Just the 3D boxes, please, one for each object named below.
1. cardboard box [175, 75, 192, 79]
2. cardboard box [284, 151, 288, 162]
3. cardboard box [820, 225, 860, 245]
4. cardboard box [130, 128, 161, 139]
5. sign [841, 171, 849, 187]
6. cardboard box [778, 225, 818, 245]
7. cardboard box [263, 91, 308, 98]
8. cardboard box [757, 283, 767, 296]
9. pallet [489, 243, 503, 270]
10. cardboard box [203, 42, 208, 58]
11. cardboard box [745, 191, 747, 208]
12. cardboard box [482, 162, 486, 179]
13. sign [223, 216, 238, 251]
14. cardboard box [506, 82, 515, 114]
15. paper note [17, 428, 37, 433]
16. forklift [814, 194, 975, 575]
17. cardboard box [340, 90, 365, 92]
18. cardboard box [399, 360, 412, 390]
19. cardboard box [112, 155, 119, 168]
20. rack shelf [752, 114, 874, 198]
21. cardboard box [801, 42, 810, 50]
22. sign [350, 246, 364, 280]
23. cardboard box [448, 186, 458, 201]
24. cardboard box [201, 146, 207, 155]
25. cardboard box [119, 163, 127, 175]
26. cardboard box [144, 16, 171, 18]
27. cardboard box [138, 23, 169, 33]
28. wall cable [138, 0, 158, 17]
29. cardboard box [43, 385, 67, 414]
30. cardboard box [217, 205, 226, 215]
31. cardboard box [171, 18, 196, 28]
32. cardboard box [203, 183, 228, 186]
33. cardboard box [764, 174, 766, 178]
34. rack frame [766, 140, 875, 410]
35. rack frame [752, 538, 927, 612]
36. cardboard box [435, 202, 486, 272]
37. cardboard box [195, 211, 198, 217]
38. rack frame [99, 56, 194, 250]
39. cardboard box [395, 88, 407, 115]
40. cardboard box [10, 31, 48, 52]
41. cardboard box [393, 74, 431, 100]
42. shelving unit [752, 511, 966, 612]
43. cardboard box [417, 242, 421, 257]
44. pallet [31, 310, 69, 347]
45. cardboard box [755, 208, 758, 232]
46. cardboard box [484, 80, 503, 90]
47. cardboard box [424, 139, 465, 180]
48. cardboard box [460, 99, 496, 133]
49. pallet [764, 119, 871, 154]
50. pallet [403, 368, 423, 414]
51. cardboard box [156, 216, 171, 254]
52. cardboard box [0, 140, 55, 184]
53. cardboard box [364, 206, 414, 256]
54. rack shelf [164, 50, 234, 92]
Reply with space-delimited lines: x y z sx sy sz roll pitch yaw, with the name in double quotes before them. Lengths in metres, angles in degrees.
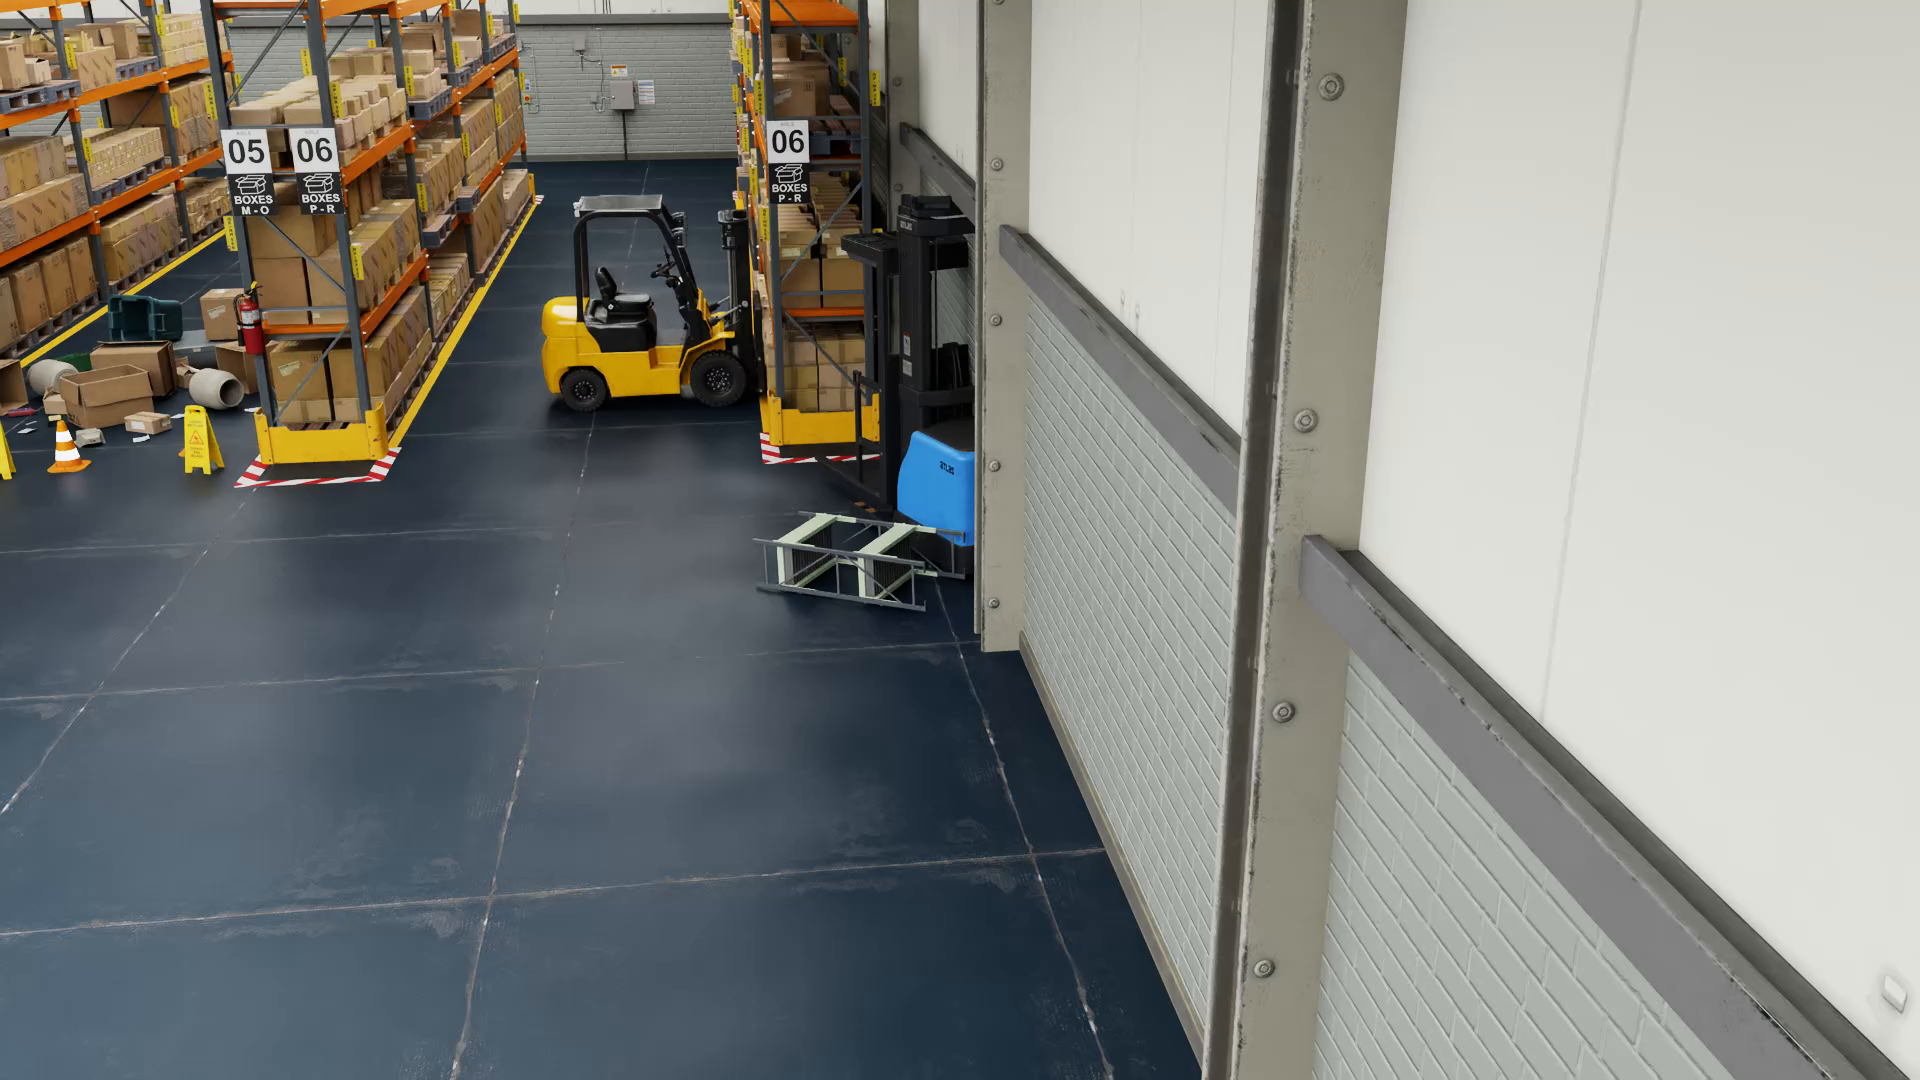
"cardboard box" -13.590 -7.771 28.813 0.500 0.500 0.500 -2 21 -6
"cardboard box" -6.678 -3.686 15.945 0.380 0.149 0.250 -3 21 -7
"cardboard box" -1.207 -3.074 16.738 0.380 0.149 0.250 -3 21 -9
"cardboard box" -12.644 -6.304 25.789 0.380 0.149 0.250 -2 21 -5
"sign" -1.397 -4.313 20.200 0.100 0.325 0.005 -3 21 -8
"cardboard box" -1.630 -3.060 16.701 0.380 0.149 0.250 -3 21 -8
"cardboard box" -6.876 -4.497 16.977 0.380 0.149 0.250 -2 21 -6
"cardboard box" -2.123 -2.858 19.555 0.500 0.250 0.500 -3 21 -8
"pallet" -7.646 -4.367 25.680 1.003 0.211 1.213 -3 21 -8
"cardboard box" -13.005 -8.302 28.159 0.500 0.250 0.500 -2 21 -5
"cardboard box" -3.447 -6.148 29.437 0.700 0.500 0.500 -4 21 -10
"cardboard box" -7.492 -5.616 25.255 0.500 0.250 0.500 -3 21 -8
"sign" -6.833 -2.874 15.593 0.100 0.325 0.005 -3 21 -8
"cardboard box" -8.110 -7.754 29.192 0.500 0.500 0.500 -3 21 -8
"paper note" -9.705 -1.143 17.309 0.144 0.017 0.142 4 21 11
"forklift" -0.322 -1.561 14.282 1.130 2.935 3.031 -12 24 -29
"cardboard box" -6.319 -4.528 17.058 0.380 0.149 0.250 -2 21 -7
"cardboard box" -6.281 -1.772 18.078 0.500 0.250 0.500 -2 21 -4
"cardboard box" -12.344 -5.446 23.917 0.380 0.149 0.250 -3 21 -8
"rack shelf" -1.658 -4.217 18.036 1.077 0.370 4.000 -3 21 -8
"cardboard box" -2.302 -7.029 23.755 0.380 0.149 0.250 -4 21 -10
"sign" -5.744 -2.638 15.829 0.100 0.325 0.005 -3 21 -8
"cardboard box" -6.881 -4.596 22.067 0.380 0.149 0.250 -3 21 -7
"cardboard box" -12.850 -6.525 27.834 0.380 0.149 0.250 -2 21 -5
"cardboard box" -12.376 -5.393 24.202 0.380 0.149 0.250 -3 21 -7
"cardboard box" -13.630 -8.821 28.264 0.380 0.149 0.250 -3 21 -7
"cardboard box" -12.795 -8.124 26.397 0.380 0.149 0.250 -3 21 -8
"wall cable" -15.798 -13.694 33.495 2.277 5.999 0.120 -3 21 -8
"cardboard box" -9.671 -1.522 17.986 0.396 0.266 0.258 1 20 2
"cardboard box" -12.932 -5.704 28.750 0.380 0.149 0.250 -3 21 -7
"cardboard box" -12.933 -8.582 27.623 0.380 0.149 0.250 -3 21 -9
"cardboard box" -13.027 -6.163 29.129 0.380 0.149 0.250 -4 21 -10
"cardboard box" -2.423 -4.559 21.141 0.380 0.149 0.250 -4 21 -9
"rack frame" -1.370 -2.457 16.581 1.000 3.000 0.127 -3 21 -8
"rack frame" -0.945 0.266 12.903 1.500 0.400 0.023 7 21 23
"cardboard box" -7.452 -4.420 24.273 0.875 0.875 0.875 -3 21 -8
"cardboard box" -12.826 -5.383 27.465 0.380 0.149 0.250 -3 21 -8
"rack frame" -12.895 -6.075 26.269 1.000 3.000 0.127 -3 21 -8
"cardboard box" -6.527 -4.924 18.690 0.500 0.250 0.500 -3 21 -8
"cardboard box" -12.722 -6.805 22.698 0.396 0.266 0.258 -3 21 -8
"cardboard box" -6.545 -5.344 19.639 0.500 0.250 0.500 -3 21 -9
"shelving unit" -0.796 0.151 13.216 1.500 0.431 0.755 7 21 23
"cardboard box" -6.510 -3.376 19.402 0.380 0.149 0.250 -3 21 -8
"pallet" -12.106 -2.686 21.179 1.003 0.211 1.213 -3 21 -8
"cardboard box" -2.356 -4.106 21.212 0.500 0.250 0.500 -3 21 -8
"cardboard box" -7.916 -7.658 28.008 0.380 0.149 0.250 -4 21 -9
"cardboard box" -7.094 -5.214 22.796 0.500 0.500 0.500 -4 21 -9
"cardboard box" -7.698 -6.733 26.458 0.500 0.500 0.500 -2 21 -6
"pallet" -1.446 -4.066 16.730 1.003 0.211 1.213 -3 21 -8
"pallet" -6.547 -1.629 18.352 1.003 0.211 1.213 -3 21 -8
"cardboard box" -12.465 -4.680 25.505 0.500 0.500 0.500 -3 21 -9
"cardboard box" -12.189 -4.874 21.482 0.700 0.500 0.500 -3 21 -9
"cardboard box" -6.467 -3.457 18.691 0.500 0.500 0.500 -2 21 -6
"rack shelf" -13.183 -7.836 27.724 1.077 0.370 4.000 -3 21 -8
